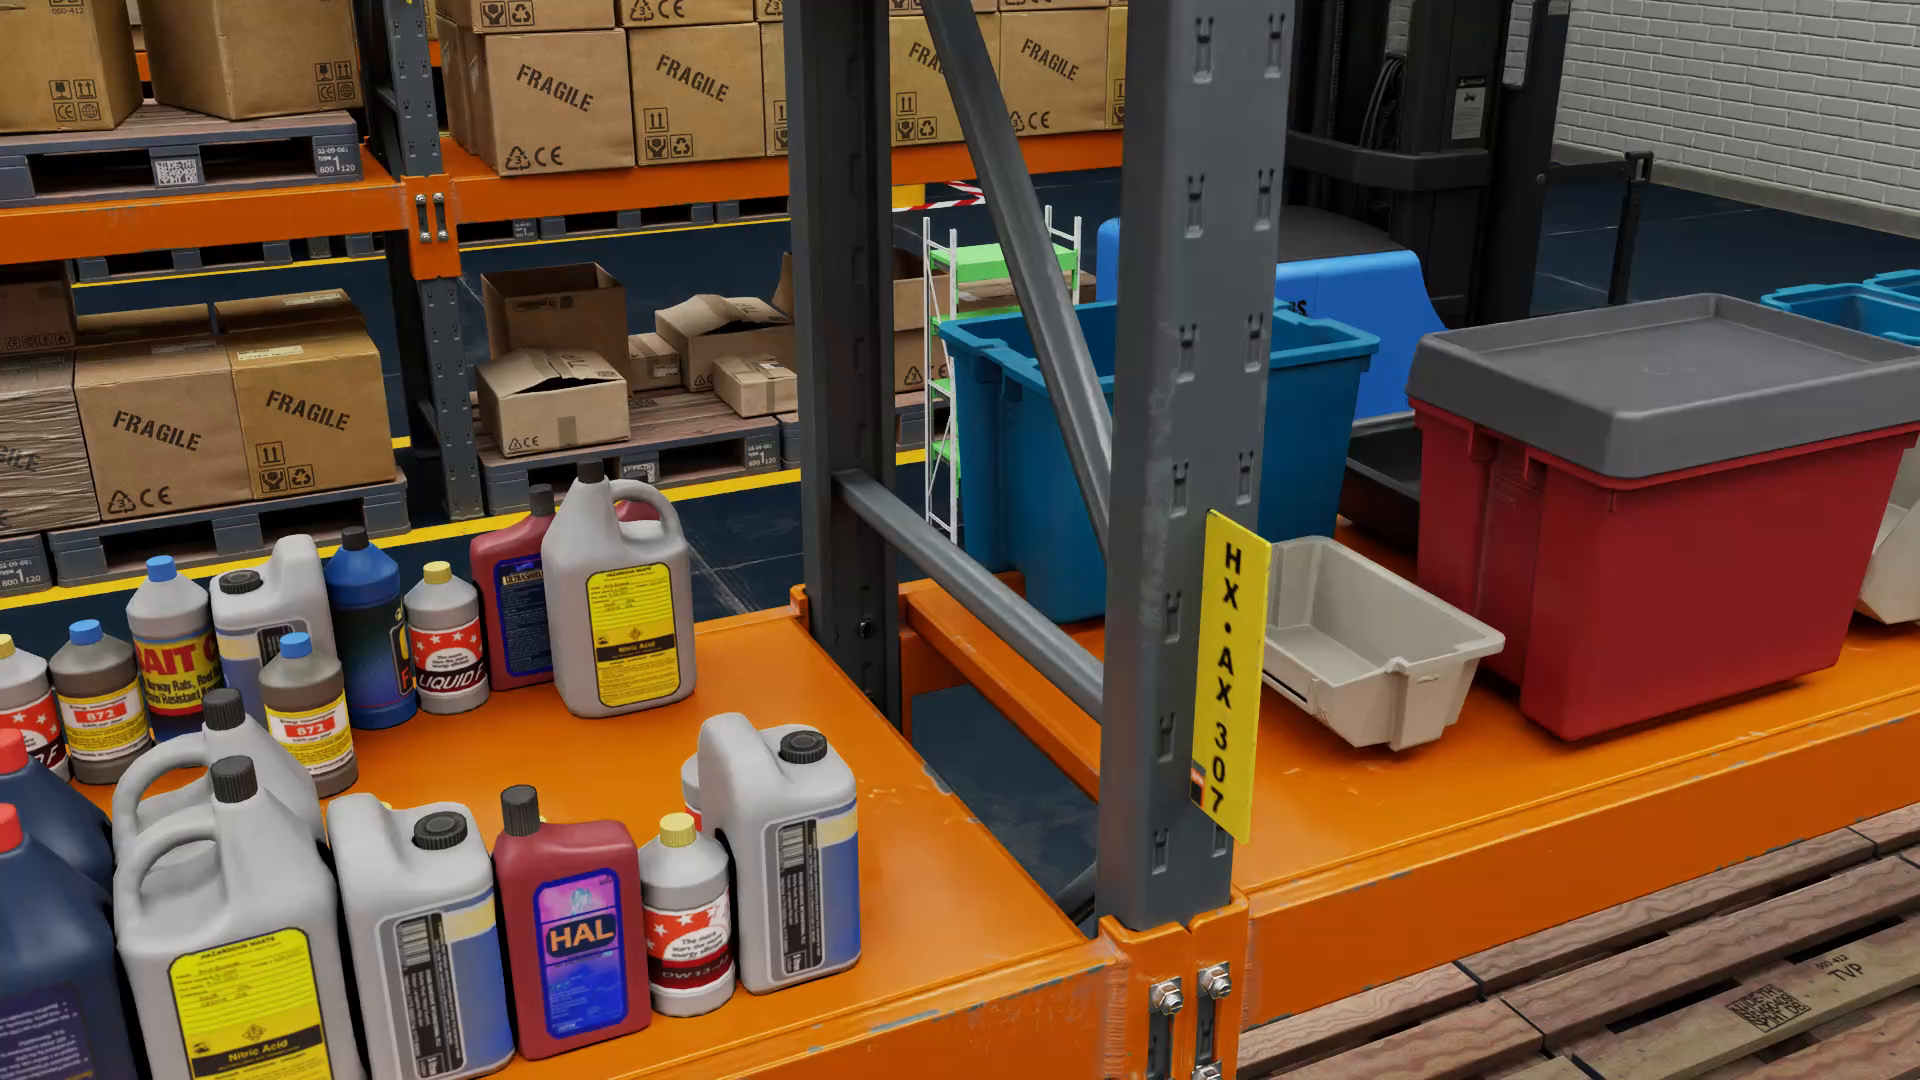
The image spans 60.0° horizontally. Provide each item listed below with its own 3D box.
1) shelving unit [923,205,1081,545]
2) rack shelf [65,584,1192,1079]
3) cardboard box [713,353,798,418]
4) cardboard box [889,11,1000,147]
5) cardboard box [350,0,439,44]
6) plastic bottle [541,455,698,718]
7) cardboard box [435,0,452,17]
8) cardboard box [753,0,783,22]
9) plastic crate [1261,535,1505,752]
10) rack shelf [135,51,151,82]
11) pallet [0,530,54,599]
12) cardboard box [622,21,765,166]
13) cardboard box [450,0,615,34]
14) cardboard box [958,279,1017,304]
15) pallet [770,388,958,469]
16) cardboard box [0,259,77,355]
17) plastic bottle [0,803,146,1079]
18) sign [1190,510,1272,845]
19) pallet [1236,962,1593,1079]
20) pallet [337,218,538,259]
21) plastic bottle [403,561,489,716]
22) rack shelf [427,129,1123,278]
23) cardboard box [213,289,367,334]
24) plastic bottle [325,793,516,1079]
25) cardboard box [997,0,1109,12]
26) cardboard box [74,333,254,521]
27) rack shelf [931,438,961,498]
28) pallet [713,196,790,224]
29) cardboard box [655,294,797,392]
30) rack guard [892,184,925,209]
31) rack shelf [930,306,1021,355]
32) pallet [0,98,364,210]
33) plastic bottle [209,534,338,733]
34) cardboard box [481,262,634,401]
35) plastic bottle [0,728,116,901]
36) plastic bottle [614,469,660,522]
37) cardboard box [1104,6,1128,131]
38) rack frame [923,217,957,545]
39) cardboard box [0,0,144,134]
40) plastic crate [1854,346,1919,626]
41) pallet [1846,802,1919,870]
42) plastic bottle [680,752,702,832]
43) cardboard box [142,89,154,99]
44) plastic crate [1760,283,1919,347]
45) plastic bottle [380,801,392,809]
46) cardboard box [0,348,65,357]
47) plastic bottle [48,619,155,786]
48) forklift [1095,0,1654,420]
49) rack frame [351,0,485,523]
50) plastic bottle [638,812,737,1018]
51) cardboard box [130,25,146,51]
[{"bbox_3d":[0.149,-0.582,6.087,0.503,1.200,0.258,-10,25,-24],"label":"shelving unit"},{"bbox_3d":[-1.775,0.739,1.483,4.000,0.370,1.077,-10,25,-24],"label":"rack shelf"},{"bbox_3d":[-0.871,-0.669,7.073,0.250,0.166,0.380,-10,25,-24],"label":"cardboard box"},{"bbox_3d":[-0.171,-1.922,6.842,0.500,0.500,0.500,-11,25,-24],"label":"cardboard box"},{"bbox_3d":[-3.774,-3.562,10.541,0.700,0.700,0.980,-10,25,-23],"label":"cardboard box"},{"bbox_3d":[-0.467,0.051,2.269,0.185,0.351,0.144,-10,25,-24],"label":"plastic bottle"},{"bbox_3d":[-1.775,-2.314,6.480,0.500,0.500,0.500,-10,25,-23],"label":"cardboard box"},{"bbox_3d":[-0.643,-2.293,6.429,0.500,0.500,0.500,-11,25,-25],"label":"cardboard box"},{"bbox_3d":[0.508,0.141,2.253,0.243,0.136,0.396,-10,25,-24],"label":"plastic crate"},{"bbox_3d":[-6.072,-2.675,9.731,4.000,0.370,1.077,-10,25,-24],"label":"rack shelf"},{"bbox_3d":[-3.935,0.008,5.955,1.213,0.211,1.003,-10,25,-24],"label":"pallet"},{"bbox_3d":[-1.081,-1.755,6.438,0.500,0.500,0.500,-10,24,-23],"label":"cardboard box"},{"bbox_3d":[-1.572,-2.122,6.016,0.500,0.500,0.500,-10,24,-22],"label":"cardboard box"},{"bbox_3d":[-0.028,-1.071,7.934,0.500,0.250,0.500,-10,25,-24],"label":"cardboard box"},{"bbox_3d":[-0.398,-0.661,7.572,1.213,0.211,1.003,-10,25,-24],"label":"pallet"},{"bbox_3d":[-3.561,-0.865,6.131,0.500,0.250,0.500,-10,25,-24],"label":"cardboard box"},{"bbox_3d":[-0.826,0.394,1.441,0.185,0.351,0.144,-10,25,-24],"label":"plastic bottle"},{"bbox_3d":[0.264,0.137,1.635,0.005,0.325,0.100,-10,25,-24],"label":"sign"},{"bbox_3d":[0.673,1.228,3.007,1.213,0.211,1.003,-10,25,-24],"label":"pallet"},{"bbox_3d":[-3.551,-2.150,11.168,1.213,0.211,1.003,-10,25,-24],"label":"pallet"},{"bbox_3d":[-0.705,0.128,2.278,0.097,0.201,0.097,0,22,0],"label":"plastic bottle"},{"bbox_3d":[-0.316,-1.632,7.211,4.000,0.370,1.077,-10,25,-24],"label":"rack shelf"},{"bbox_3d":[-2.660,-0.685,6.675,0.500,0.500,0.500,-12,25,-26],"label":"cardboard box"},{"bbox_3d":[-0.517,0.370,1.597,0.135,0.276,0.152,-10,25,-24],"label":"plastic bottle"},{"bbox_3d":[0.284,-2.464,6.842,0.500,0.500,0.500,-10,24,-22],"label":"cardboard box"},{"bbox_3d":[-2.888,-0.421,6.038,0.500,0.500,0.500,-10,25,-23],"label":"cardboard box"},{"bbox_3d":[0.149,-0.301,6.203,0.480,0.148,0.258,-10,25,-24],"label":"rack shelf"},{"bbox_3d":[-1.352,-2.555,12.145,1.213,0.211,1.003,-10,25,-24],"label":"pallet"},{"bbox_3d":[-1.052,-0.910,7.467,0.500,0.311,0.500,-10,25,-24],"label":"cardboard box"},{"bbox_3d":[-0.644,-2.852,12.485,0.348,0.500,1.175,-10,25,-24],"label":"rack guard"},{"bbox_3d":[0.149,-0.745,6.019,0.480,0.148,0.258,-10,25,-24],"label":"rack shelf"},{"bbox_3d":[-2.885,-1.449,6.079,1.213,0.211,1.003,-10,25,-24],"label":"pallet"},{"bbox_3d":[-0.885,0.139,2.155,0.135,0.276,0.152,-10,25,-24],"label":"plastic bottle"},{"bbox_3d":[-1.728,-0.873,7.130,0.500,0.500,0.500,-10,25,-24],"label":"cardboard box"},{"bbox_3d":[-0.889,0.344,1.561,0.185,0.351,0.144,-10,25,-24],"label":"plastic bottle"},{"bbox_3d":[-0.489,0.043,2.377,0.133,0.283,0.061,-10,25,-24],"label":"plastic bottle"},{"bbox_3d":[0.735,-2.087,7.239,0.500,0.500,0.500,-10,25,-23],"label":"cardboard box"},{"bbox_3d":[-0.071,-0.541,5.989,0.015,1.200,0.240,-10,25,-24],"label":"rack frame"},{"bbox_3d":[-3.234,-1.735,5.841,0.500,0.500,0.700,-6,23,-15],"label":"cardboard box"},{"bbox_3d":[1.483,-0.088,2.616,0.530,0.282,0.437,-10,25,-24],"label":"plastic crate"},{"bbox_3d":[2.871,0.823,3.985,1.213,0.211,1.003,-10,25,-24],"label":"pallet"},{"bbox_3d":[-0.259,0.304,1.854,0.097,0.201,0.097,0,22,0],"label":"plastic bottle"},{"bbox_3d":[-4.799,-2.387,10.357,0.750,0.750,0.750,-10,25,-23],"label":"cardboard box"},{"bbox_3d":[1.809,-0.343,3.297,0.300,0.233,0.416,-10,25,-24],"label":"plastic crate"},{"bbox_3d":[-0.588,0.364,1.707,0.097,0.201,0.097,0,22,0],"label":"plastic bottle"},{"bbox_3d":[-3.589,-0.512,6.258,0.500,0.500,0.500,-10,25,-23],"label":"cardboard box"},{"bbox_3d":[-1.089,0.199,2.107,0.097,0.201,0.097,0,22,0],"label":"plastic bottle"},{"bbox_3d":[2.085,-1.671,6.455,3.031,2.935,1.130,-9,24,-22],"label":"forklift"},{"bbox_3d":[-2.118,-1.633,6.272,0.127,3.000,1.000,-10,25,-24],"label":"rack frame"},{"bbox_3d":[-0.281,0.372,1.688,0.097,0.201,0.097,0,22,0],"label":"plastic bottle"},{"bbox_3d":[-4.922,-3.001,9.881,0.250,0.149,0.380,-10,24,-22],"label":"cardboard box"}]
